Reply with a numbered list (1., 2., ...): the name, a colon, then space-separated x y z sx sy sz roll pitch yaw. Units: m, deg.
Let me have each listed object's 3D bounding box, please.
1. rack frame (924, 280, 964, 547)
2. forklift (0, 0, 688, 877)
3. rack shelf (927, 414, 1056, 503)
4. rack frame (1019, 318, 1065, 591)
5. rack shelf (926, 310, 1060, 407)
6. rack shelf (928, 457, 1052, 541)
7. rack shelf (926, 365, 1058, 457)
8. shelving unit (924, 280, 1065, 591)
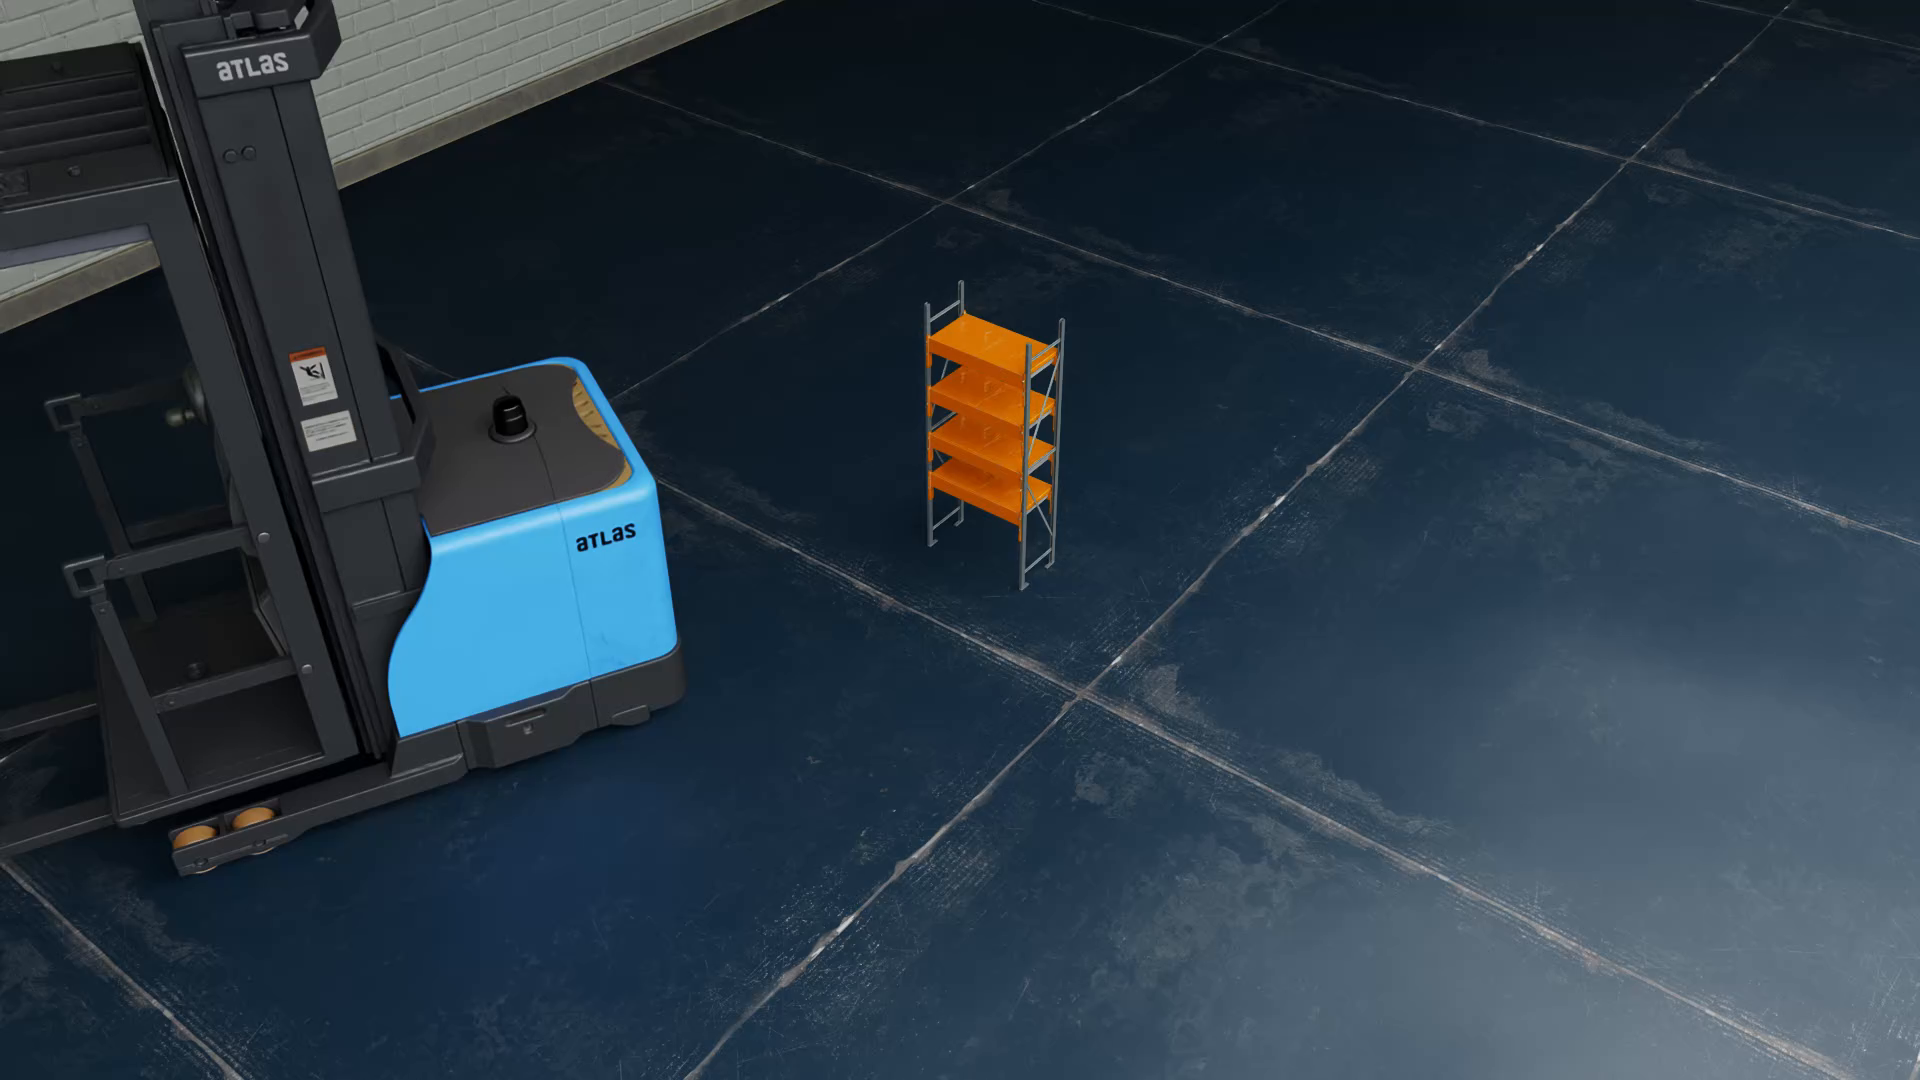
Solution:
1. rack frame: -0.062 -0.502 6.918 0.015 1.200 0.240 25 45 29
2. forklift: -2.604 -0.371 5.346 3.031 2.935 1.130 -17 41 -20
3. rack shelf: 0.131 -0.357 6.842 0.480 0.148 0.258 25 45 29
4. rack frame: 0.325 -0.319 6.684 0.015 1.200 0.240 25 45 29
5. rack shelf: 0.131 -0.720 6.559 0.480 0.148 0.258 25 45 29
6. rack shelf: 0.131 -0.201 6.965 0.480 0.148 0.258 25 45 29
7. rack shelf: 0.131 -0.534 6.704 0.480 0.148 0.258 25 45 29
8. shelving unit: 0.131 -0.410 6.801 0.503 1.200 0.258 25 45 29
